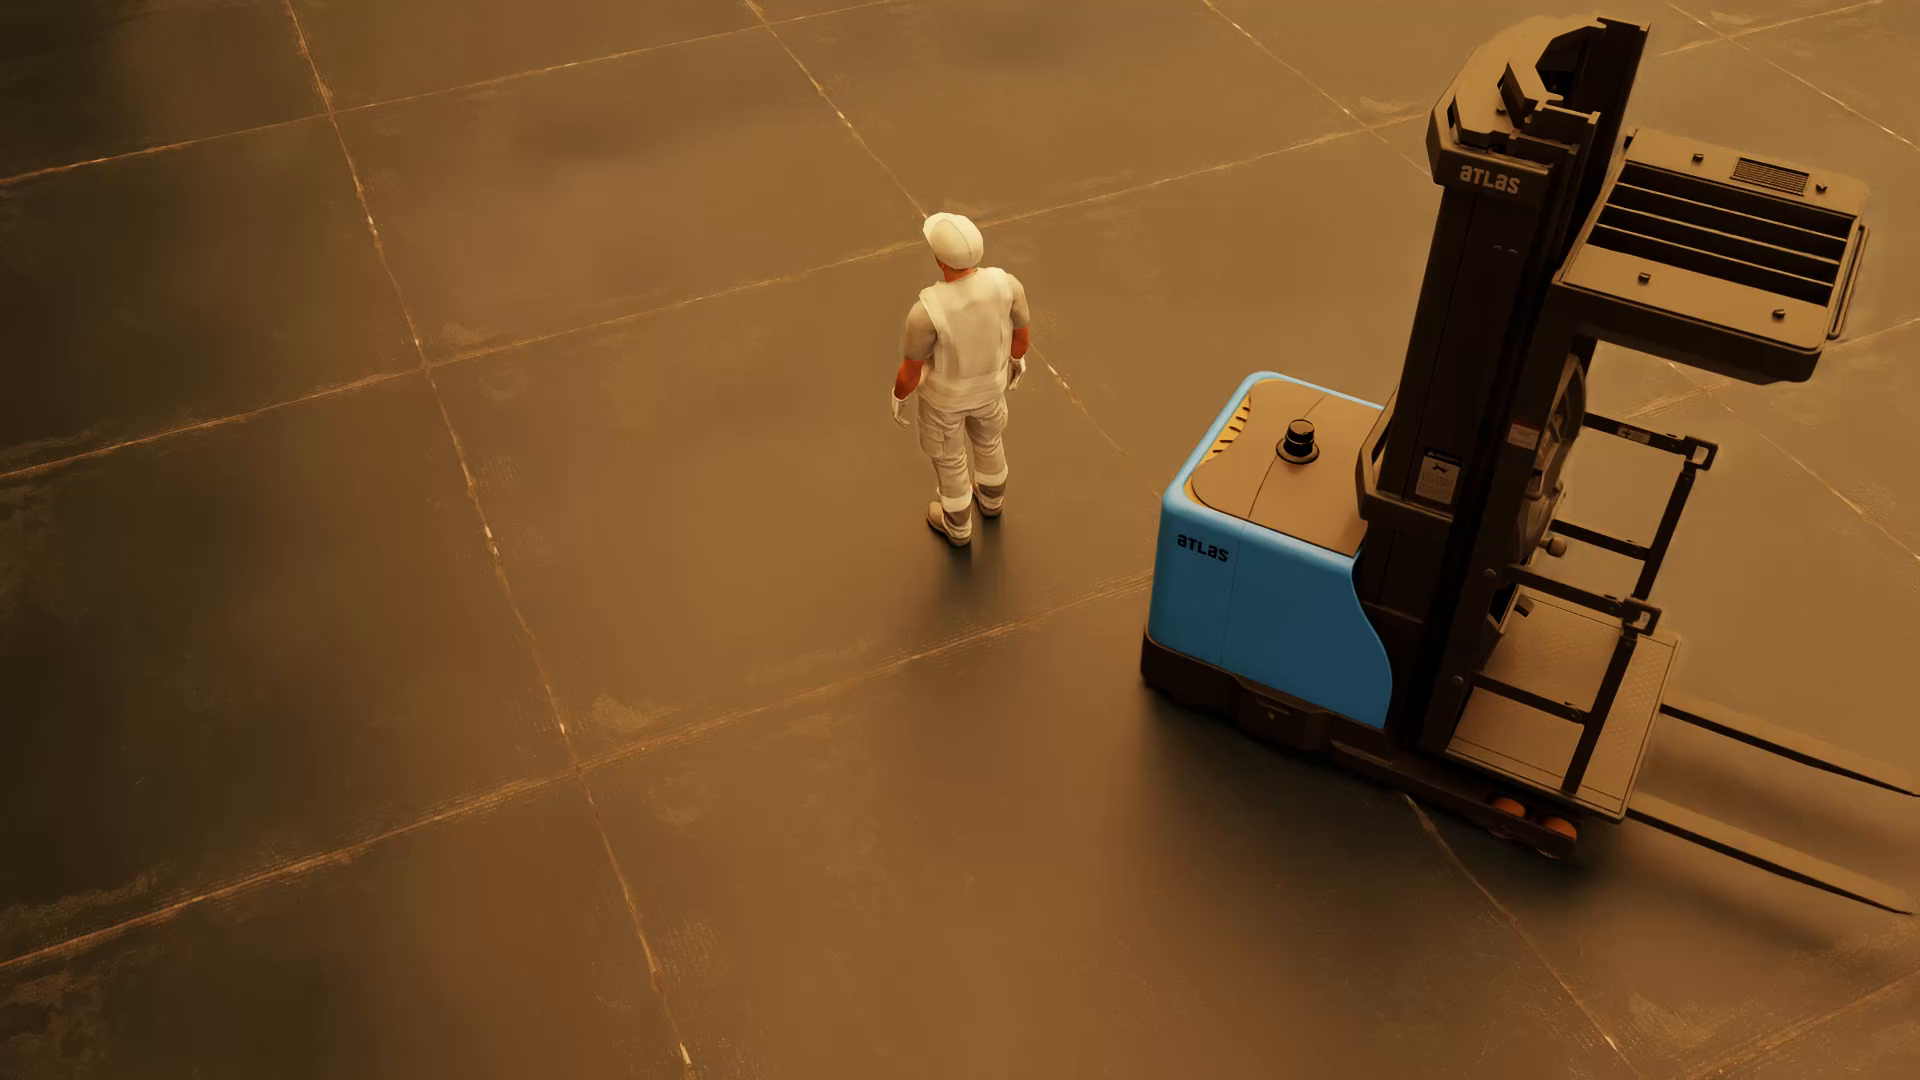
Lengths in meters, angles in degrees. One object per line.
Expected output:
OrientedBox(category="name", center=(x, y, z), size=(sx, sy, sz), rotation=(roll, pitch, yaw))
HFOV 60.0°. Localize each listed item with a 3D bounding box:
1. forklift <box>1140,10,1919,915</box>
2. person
OrientedBox(category="forklift", center=(2.312, -0.248, 5.946), size=(3.031, 2.935, 1.130), rotation=(21, 47, 21))
OrientedBox(category="person", center=(-0.022, -0.713, 7.270), size=(0.638, 1.788, 0.563), rotation=(-18, 46, -18))
